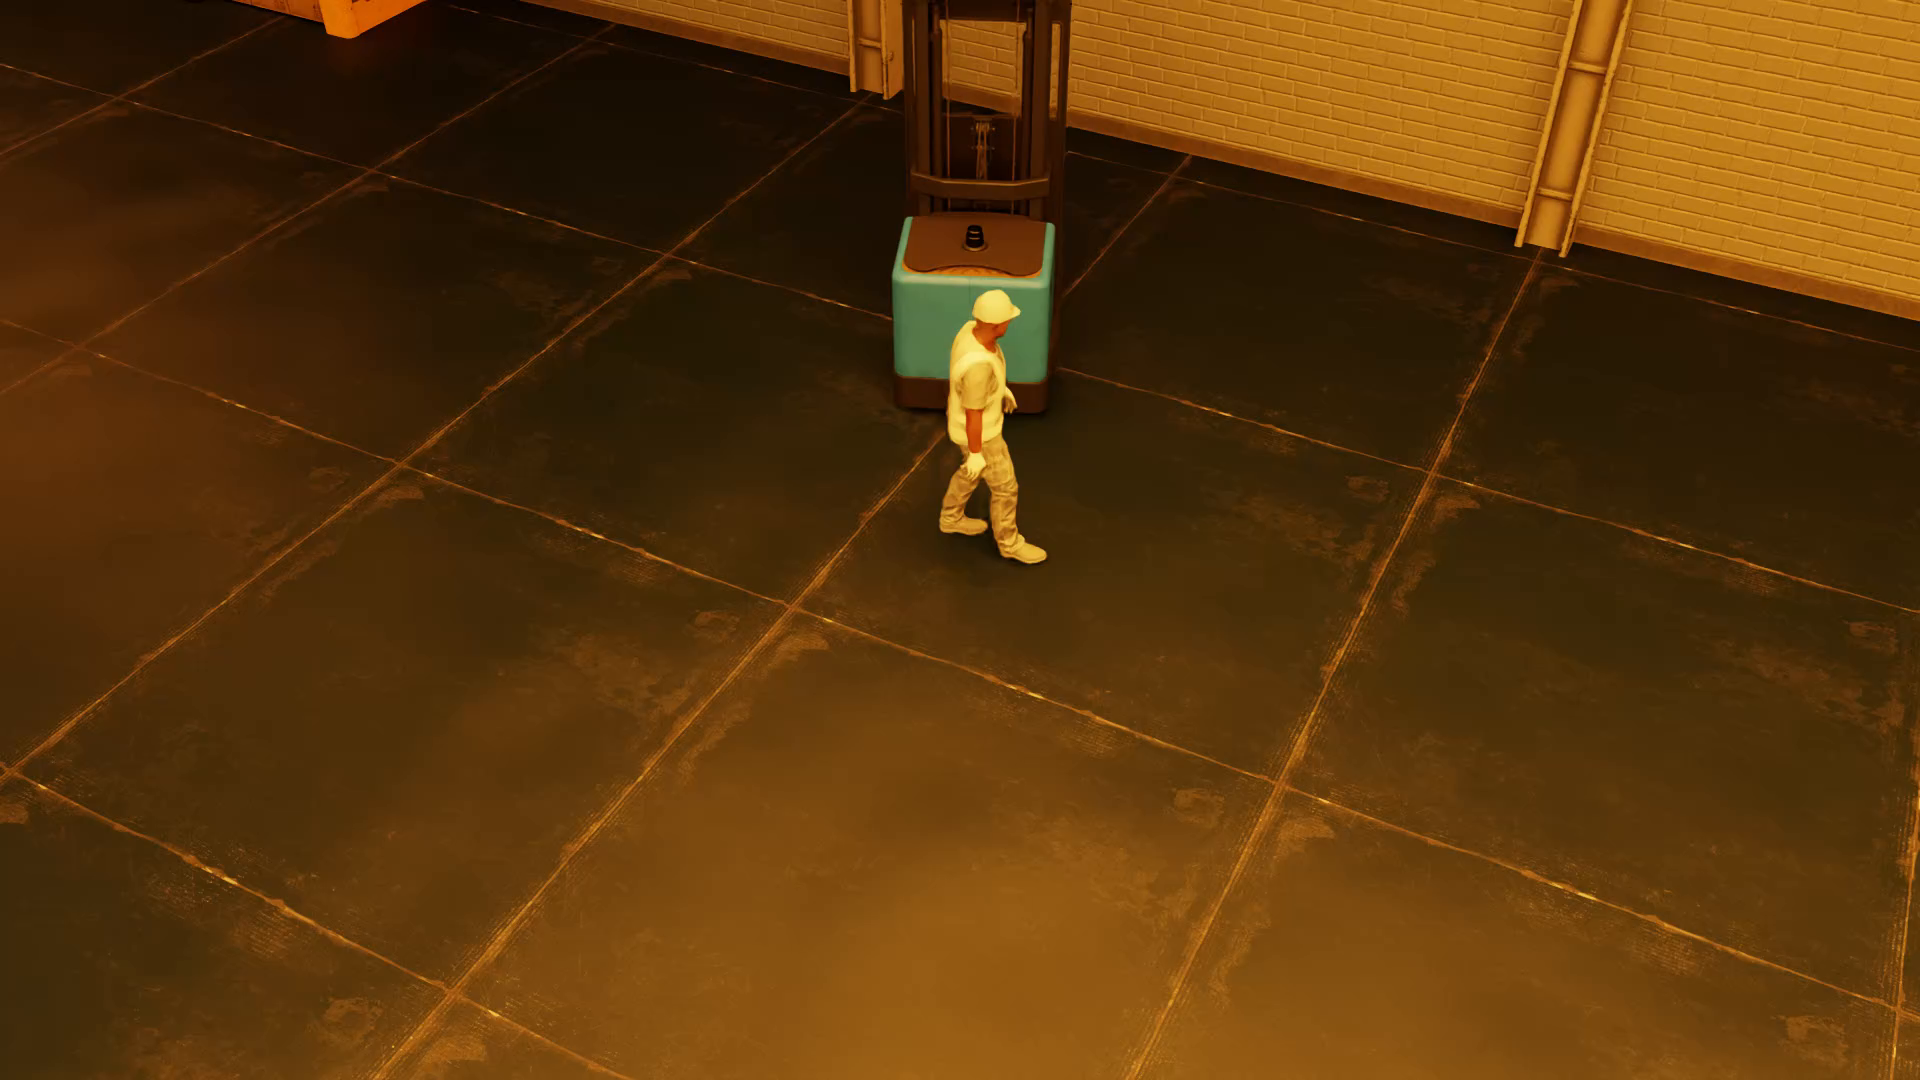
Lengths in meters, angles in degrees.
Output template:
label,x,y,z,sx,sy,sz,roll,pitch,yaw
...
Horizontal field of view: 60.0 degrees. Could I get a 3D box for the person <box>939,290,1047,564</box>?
label,x,y,z,sx,sy,sz,roll,pitch,yaw
person,0.196,-0.676,9.712,0.643,1.761,0.717,-2,40,-2

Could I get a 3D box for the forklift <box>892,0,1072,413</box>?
label,x,y,z,sx,sy,sz,roll,pitch,yaw
forklift,0.194,-2.910,11.442,1.130,2.935,3.031,3,40,4
